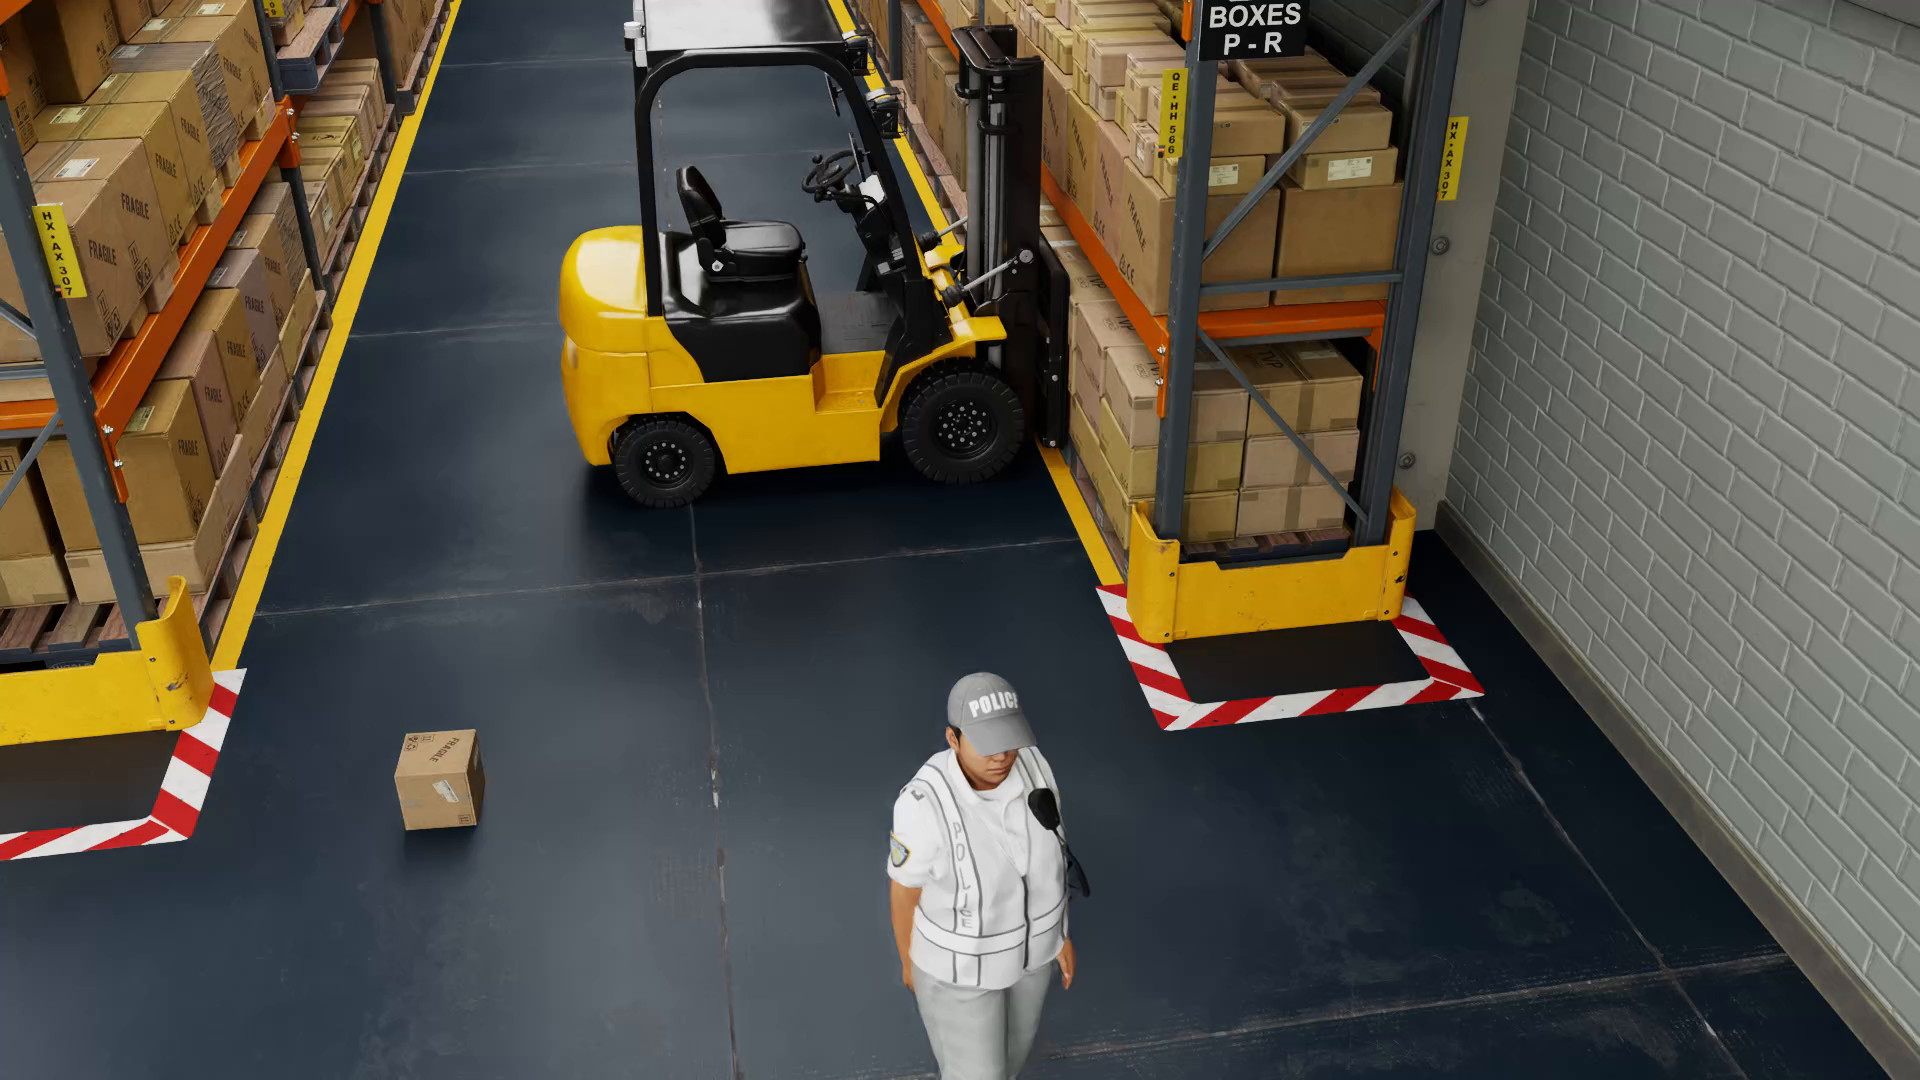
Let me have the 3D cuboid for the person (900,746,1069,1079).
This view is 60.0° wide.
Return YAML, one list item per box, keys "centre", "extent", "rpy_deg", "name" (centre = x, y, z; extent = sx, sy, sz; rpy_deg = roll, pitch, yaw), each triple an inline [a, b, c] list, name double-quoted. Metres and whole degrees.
- centre: [0.082, 1.145, 4.331]
  extent: [0.443, 1.347, 0.460]
  rpy_deg: [-20, 36, -30]
  name: "person"
